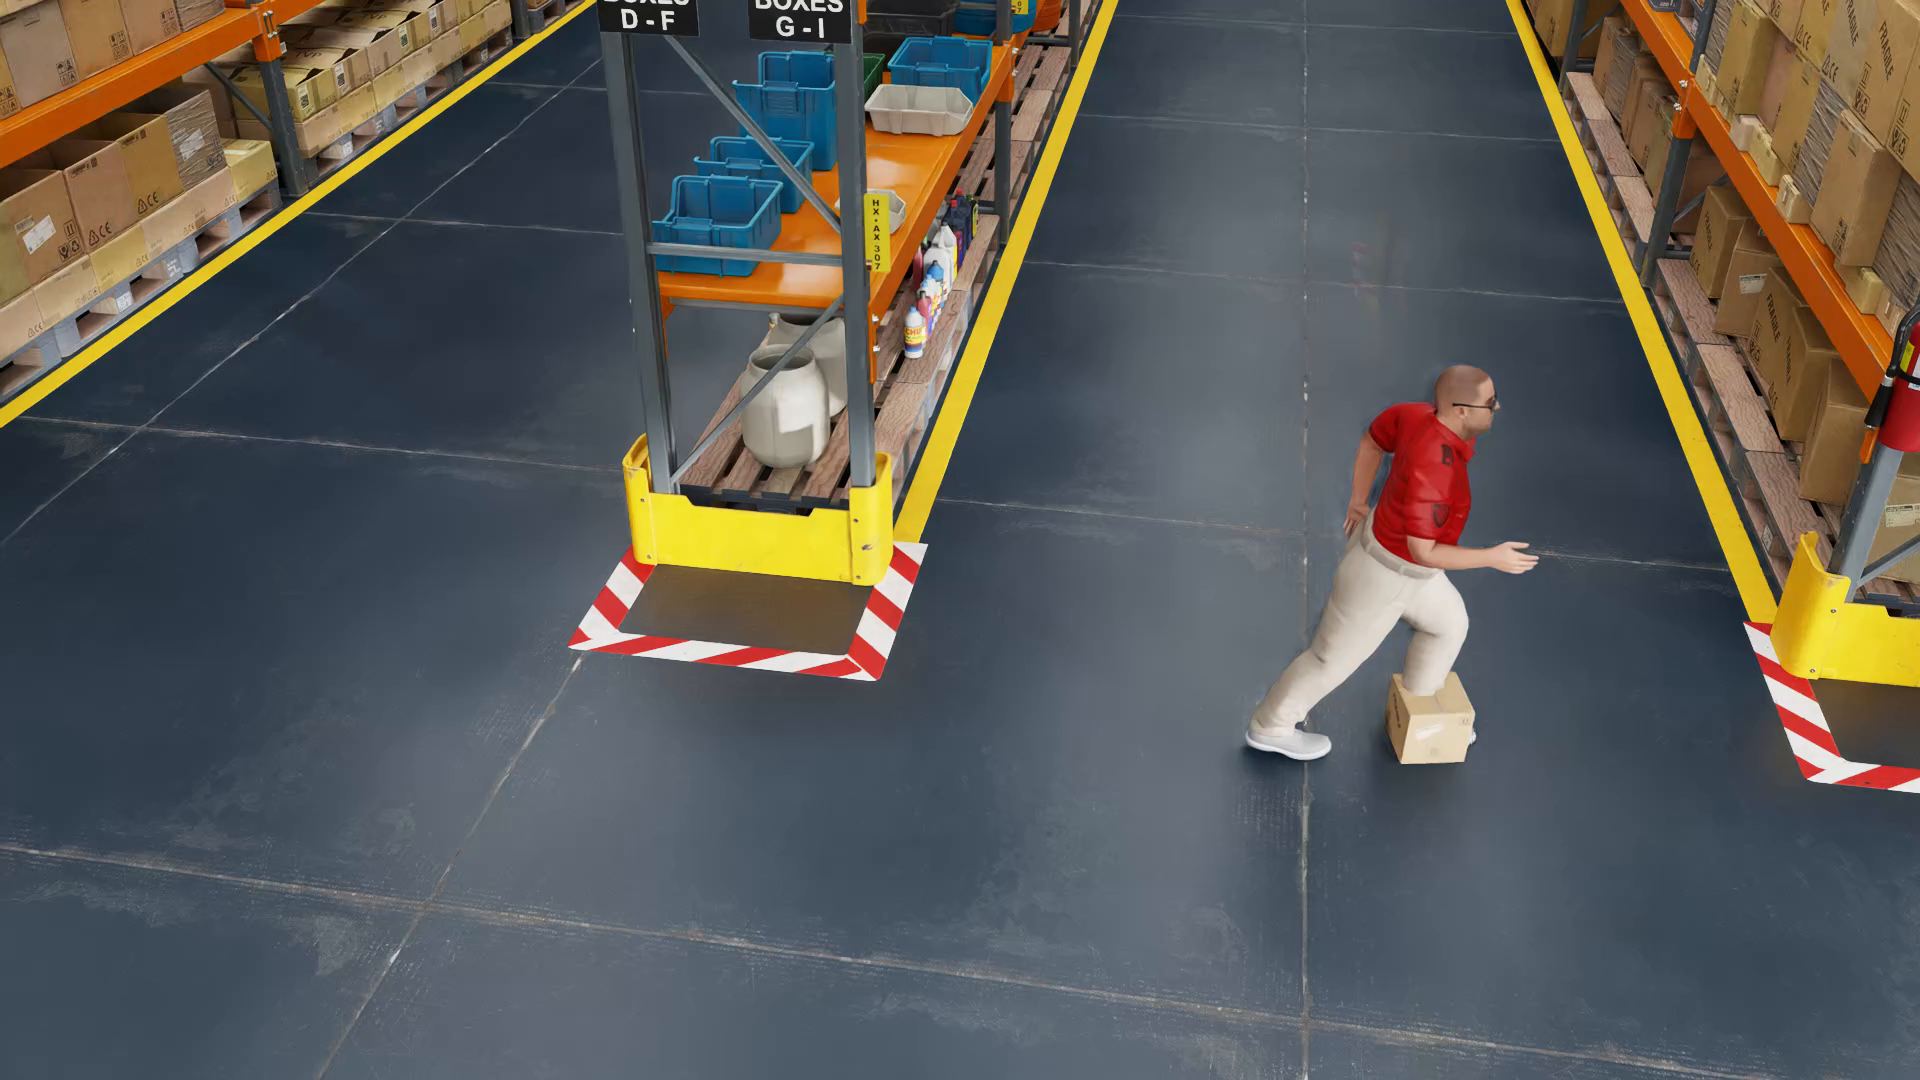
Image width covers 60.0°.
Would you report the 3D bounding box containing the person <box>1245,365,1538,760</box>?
[{"bbox_3d":[1.585,0.104,6.040,0.921,1.649,0.678,9,33,14],"label":"person"}]
